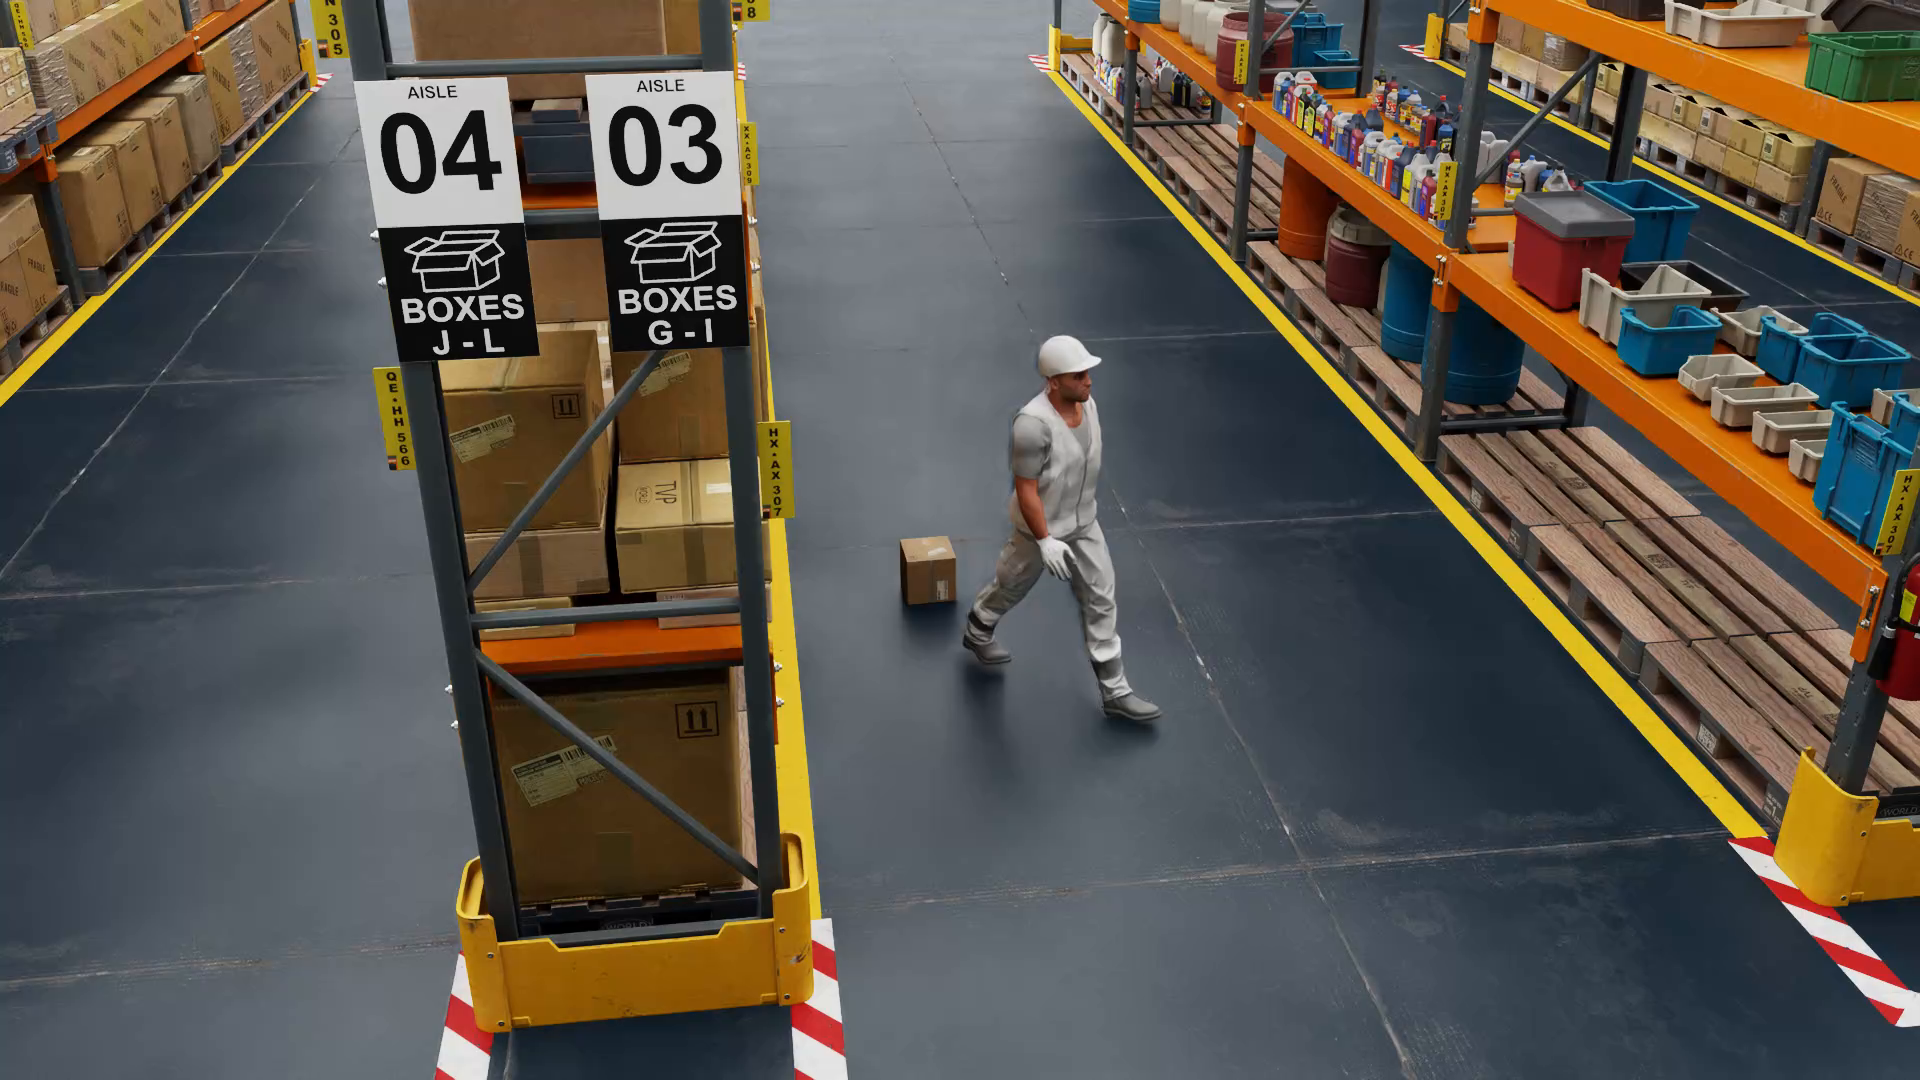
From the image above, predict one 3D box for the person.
[{"bbox_3d":[0.432,-0.070,7.249,0.521,1.739,1.087,-22,34,-37],"label":"person"}]
